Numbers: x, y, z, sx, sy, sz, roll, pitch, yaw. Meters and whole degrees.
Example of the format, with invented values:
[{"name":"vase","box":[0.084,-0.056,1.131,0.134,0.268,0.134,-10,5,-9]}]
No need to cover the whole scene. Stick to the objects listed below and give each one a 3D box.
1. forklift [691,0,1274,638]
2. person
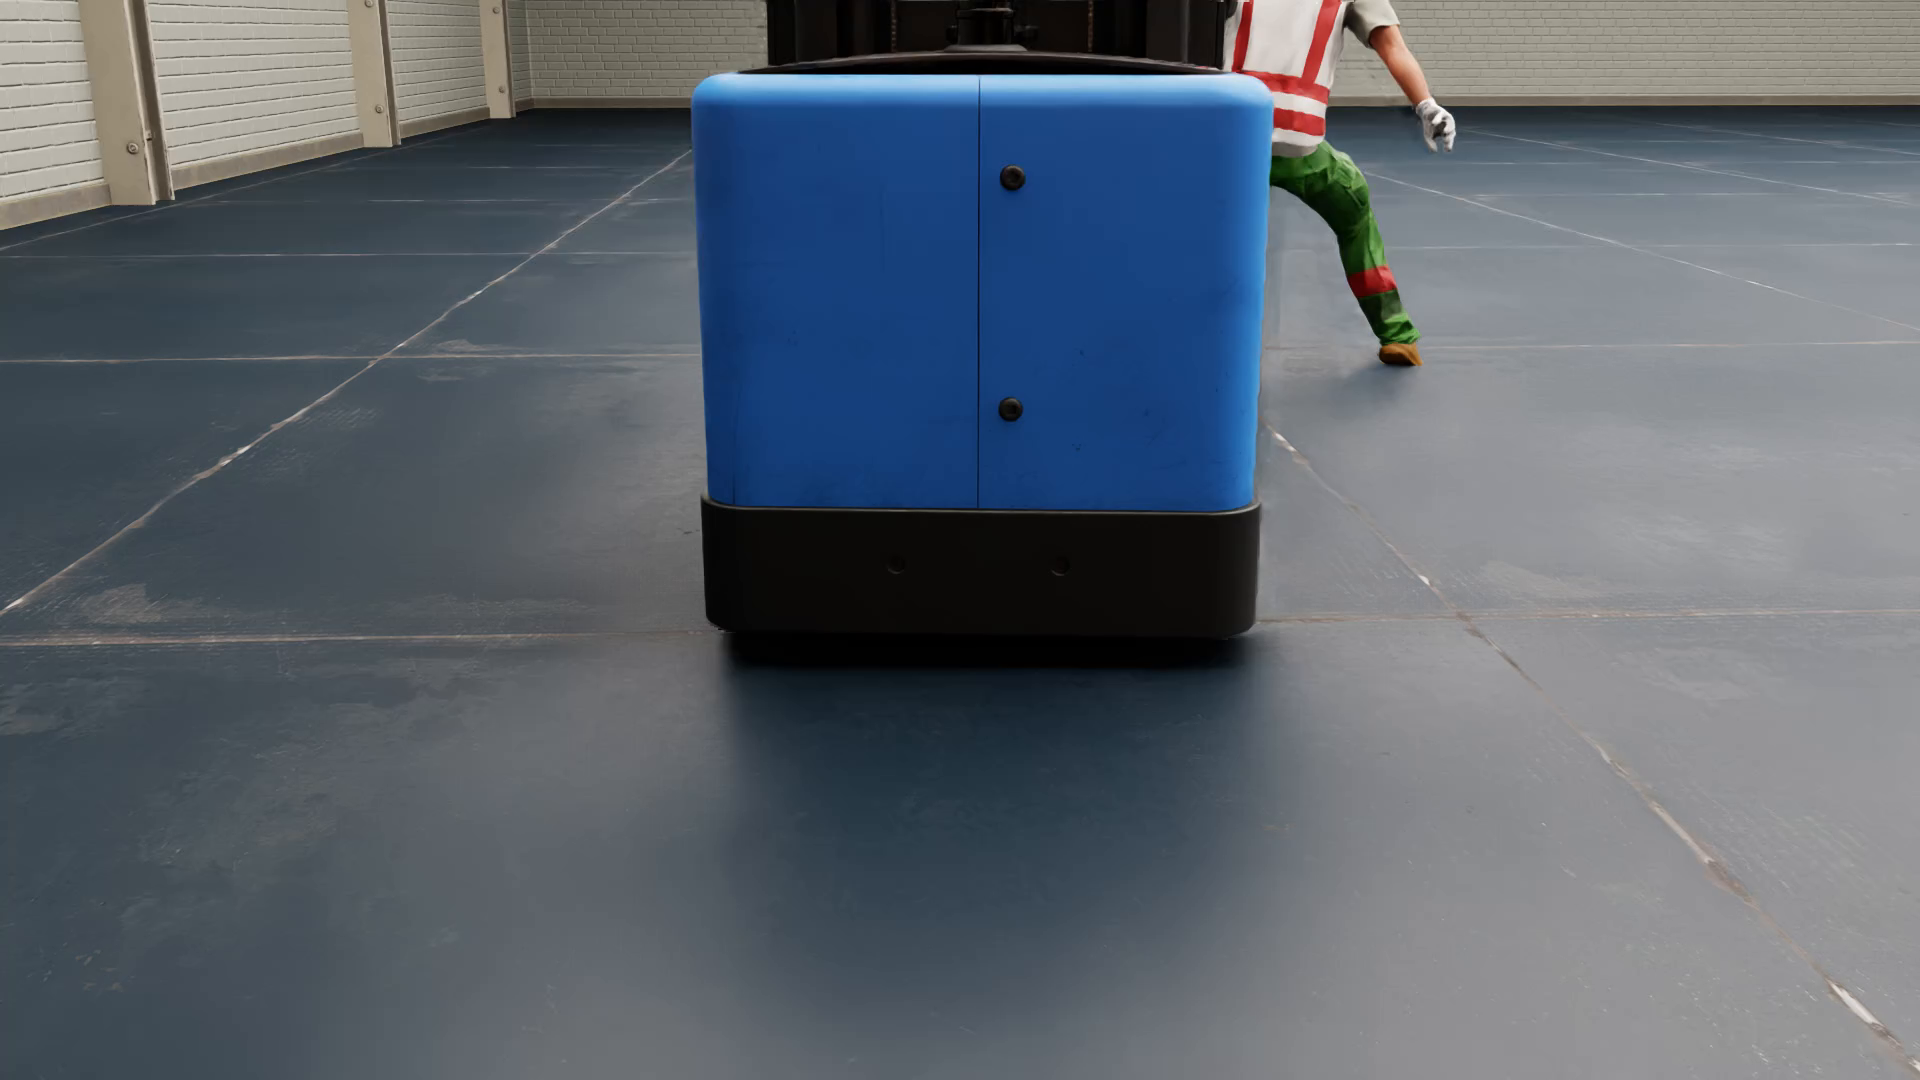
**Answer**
[{"name":"forklift","box":[0.094,-1.598,4.131,1.130,2.935,3.031,1,17,2]},{"name":"person","box":[1.153,-1.360,5.799,1.128,1.732,0.579,6,18,19]}]
